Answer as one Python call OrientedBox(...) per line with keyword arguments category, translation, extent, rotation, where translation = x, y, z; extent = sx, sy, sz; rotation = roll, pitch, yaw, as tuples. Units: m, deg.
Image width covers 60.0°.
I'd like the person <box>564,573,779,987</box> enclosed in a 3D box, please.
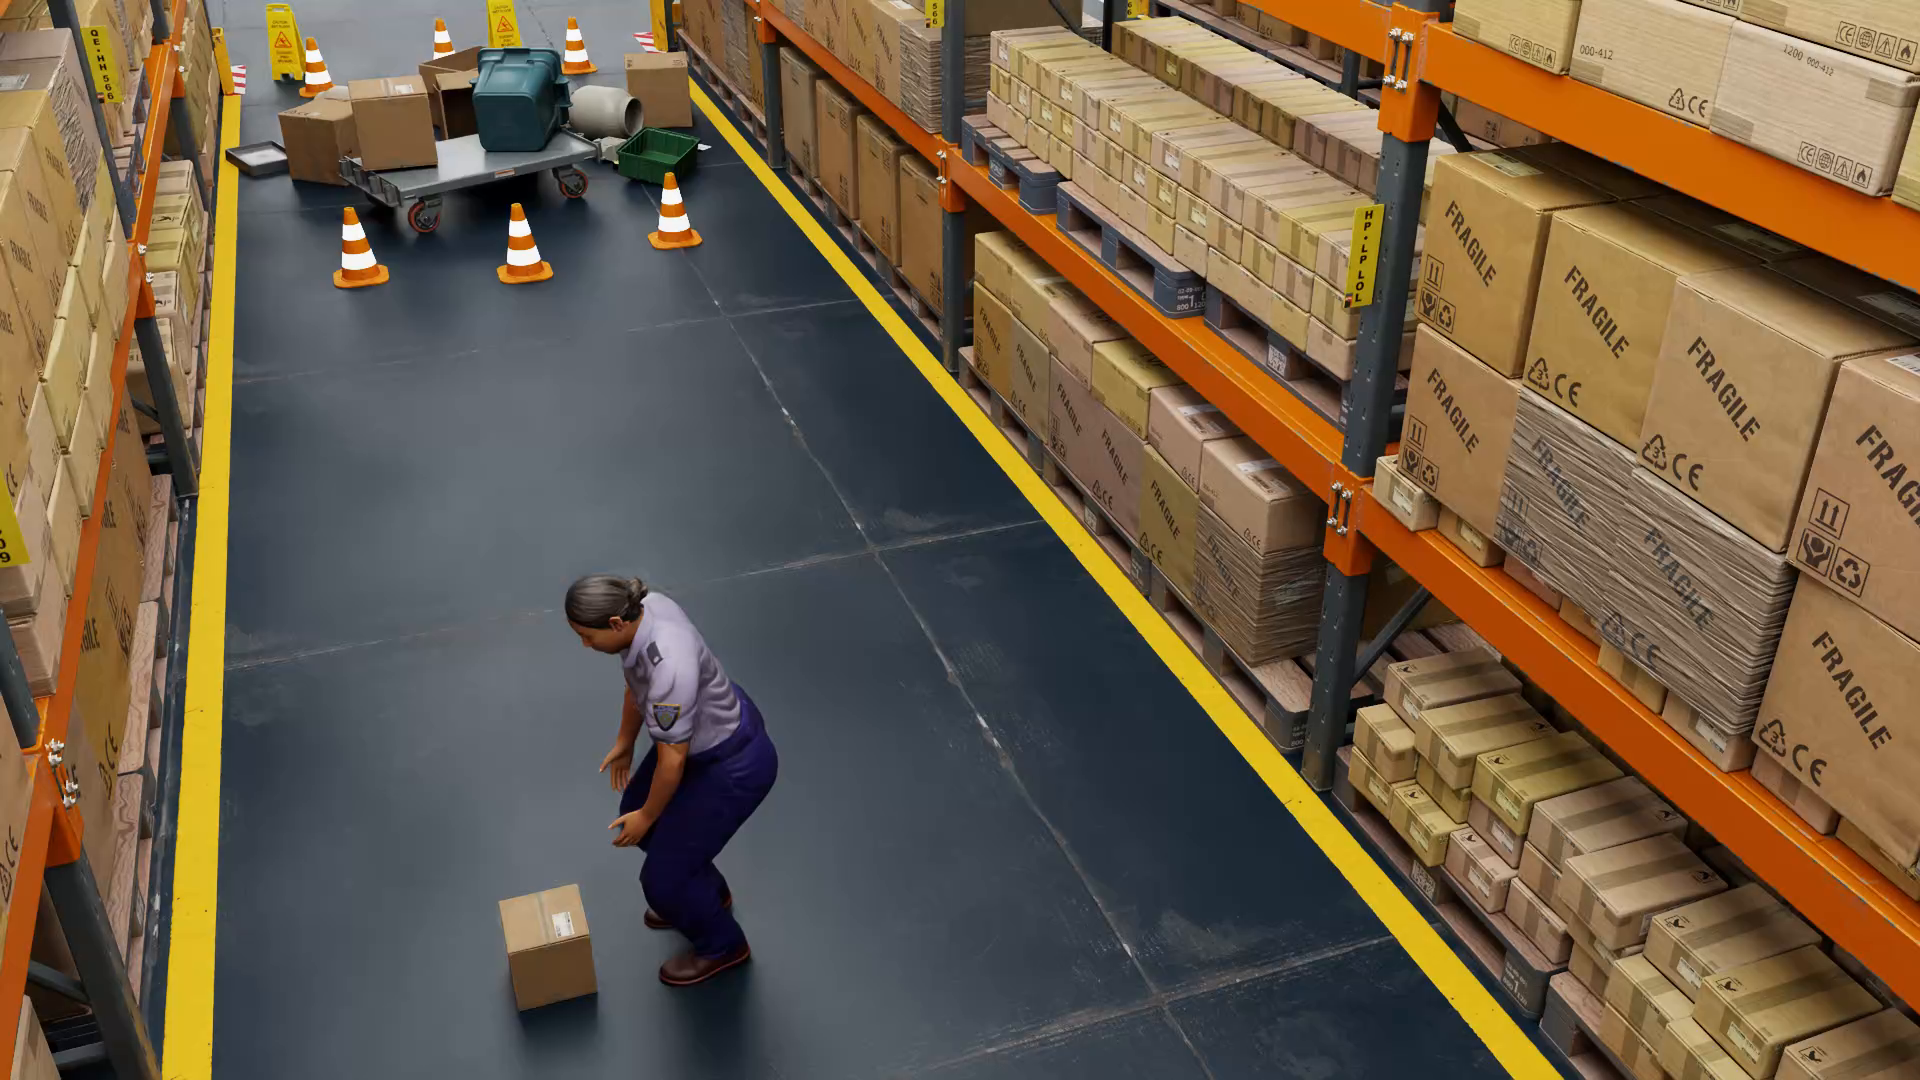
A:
OrientedBox(category="person", translation=(-0.849, 0.706, 5.116), extent=(0.572, 1.469, 0.528), rotation=(-10, 32, -17))
